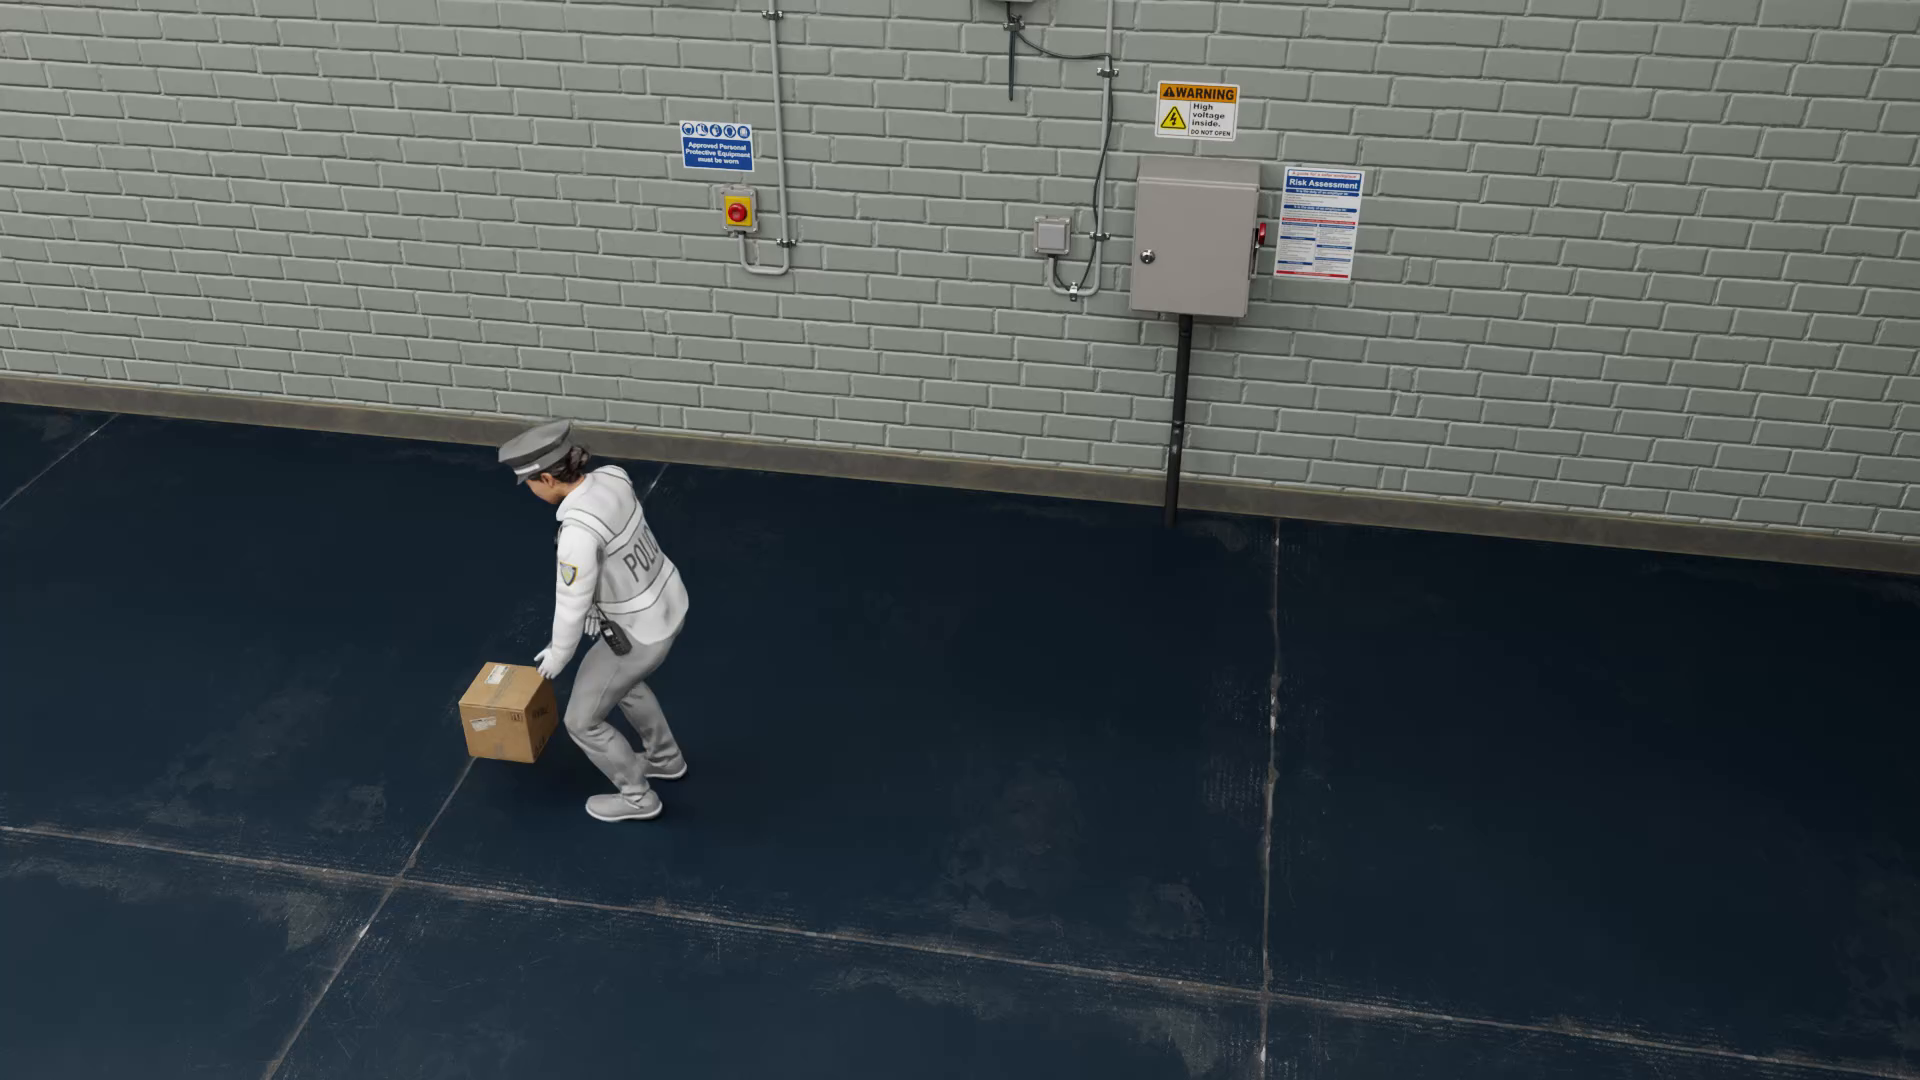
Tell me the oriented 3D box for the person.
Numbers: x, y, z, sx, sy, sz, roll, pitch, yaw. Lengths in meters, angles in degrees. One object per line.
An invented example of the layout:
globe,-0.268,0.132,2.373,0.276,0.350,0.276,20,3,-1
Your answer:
person,-1.204,0.317,5.774,0.496,1.535,0.520,6,33,9
